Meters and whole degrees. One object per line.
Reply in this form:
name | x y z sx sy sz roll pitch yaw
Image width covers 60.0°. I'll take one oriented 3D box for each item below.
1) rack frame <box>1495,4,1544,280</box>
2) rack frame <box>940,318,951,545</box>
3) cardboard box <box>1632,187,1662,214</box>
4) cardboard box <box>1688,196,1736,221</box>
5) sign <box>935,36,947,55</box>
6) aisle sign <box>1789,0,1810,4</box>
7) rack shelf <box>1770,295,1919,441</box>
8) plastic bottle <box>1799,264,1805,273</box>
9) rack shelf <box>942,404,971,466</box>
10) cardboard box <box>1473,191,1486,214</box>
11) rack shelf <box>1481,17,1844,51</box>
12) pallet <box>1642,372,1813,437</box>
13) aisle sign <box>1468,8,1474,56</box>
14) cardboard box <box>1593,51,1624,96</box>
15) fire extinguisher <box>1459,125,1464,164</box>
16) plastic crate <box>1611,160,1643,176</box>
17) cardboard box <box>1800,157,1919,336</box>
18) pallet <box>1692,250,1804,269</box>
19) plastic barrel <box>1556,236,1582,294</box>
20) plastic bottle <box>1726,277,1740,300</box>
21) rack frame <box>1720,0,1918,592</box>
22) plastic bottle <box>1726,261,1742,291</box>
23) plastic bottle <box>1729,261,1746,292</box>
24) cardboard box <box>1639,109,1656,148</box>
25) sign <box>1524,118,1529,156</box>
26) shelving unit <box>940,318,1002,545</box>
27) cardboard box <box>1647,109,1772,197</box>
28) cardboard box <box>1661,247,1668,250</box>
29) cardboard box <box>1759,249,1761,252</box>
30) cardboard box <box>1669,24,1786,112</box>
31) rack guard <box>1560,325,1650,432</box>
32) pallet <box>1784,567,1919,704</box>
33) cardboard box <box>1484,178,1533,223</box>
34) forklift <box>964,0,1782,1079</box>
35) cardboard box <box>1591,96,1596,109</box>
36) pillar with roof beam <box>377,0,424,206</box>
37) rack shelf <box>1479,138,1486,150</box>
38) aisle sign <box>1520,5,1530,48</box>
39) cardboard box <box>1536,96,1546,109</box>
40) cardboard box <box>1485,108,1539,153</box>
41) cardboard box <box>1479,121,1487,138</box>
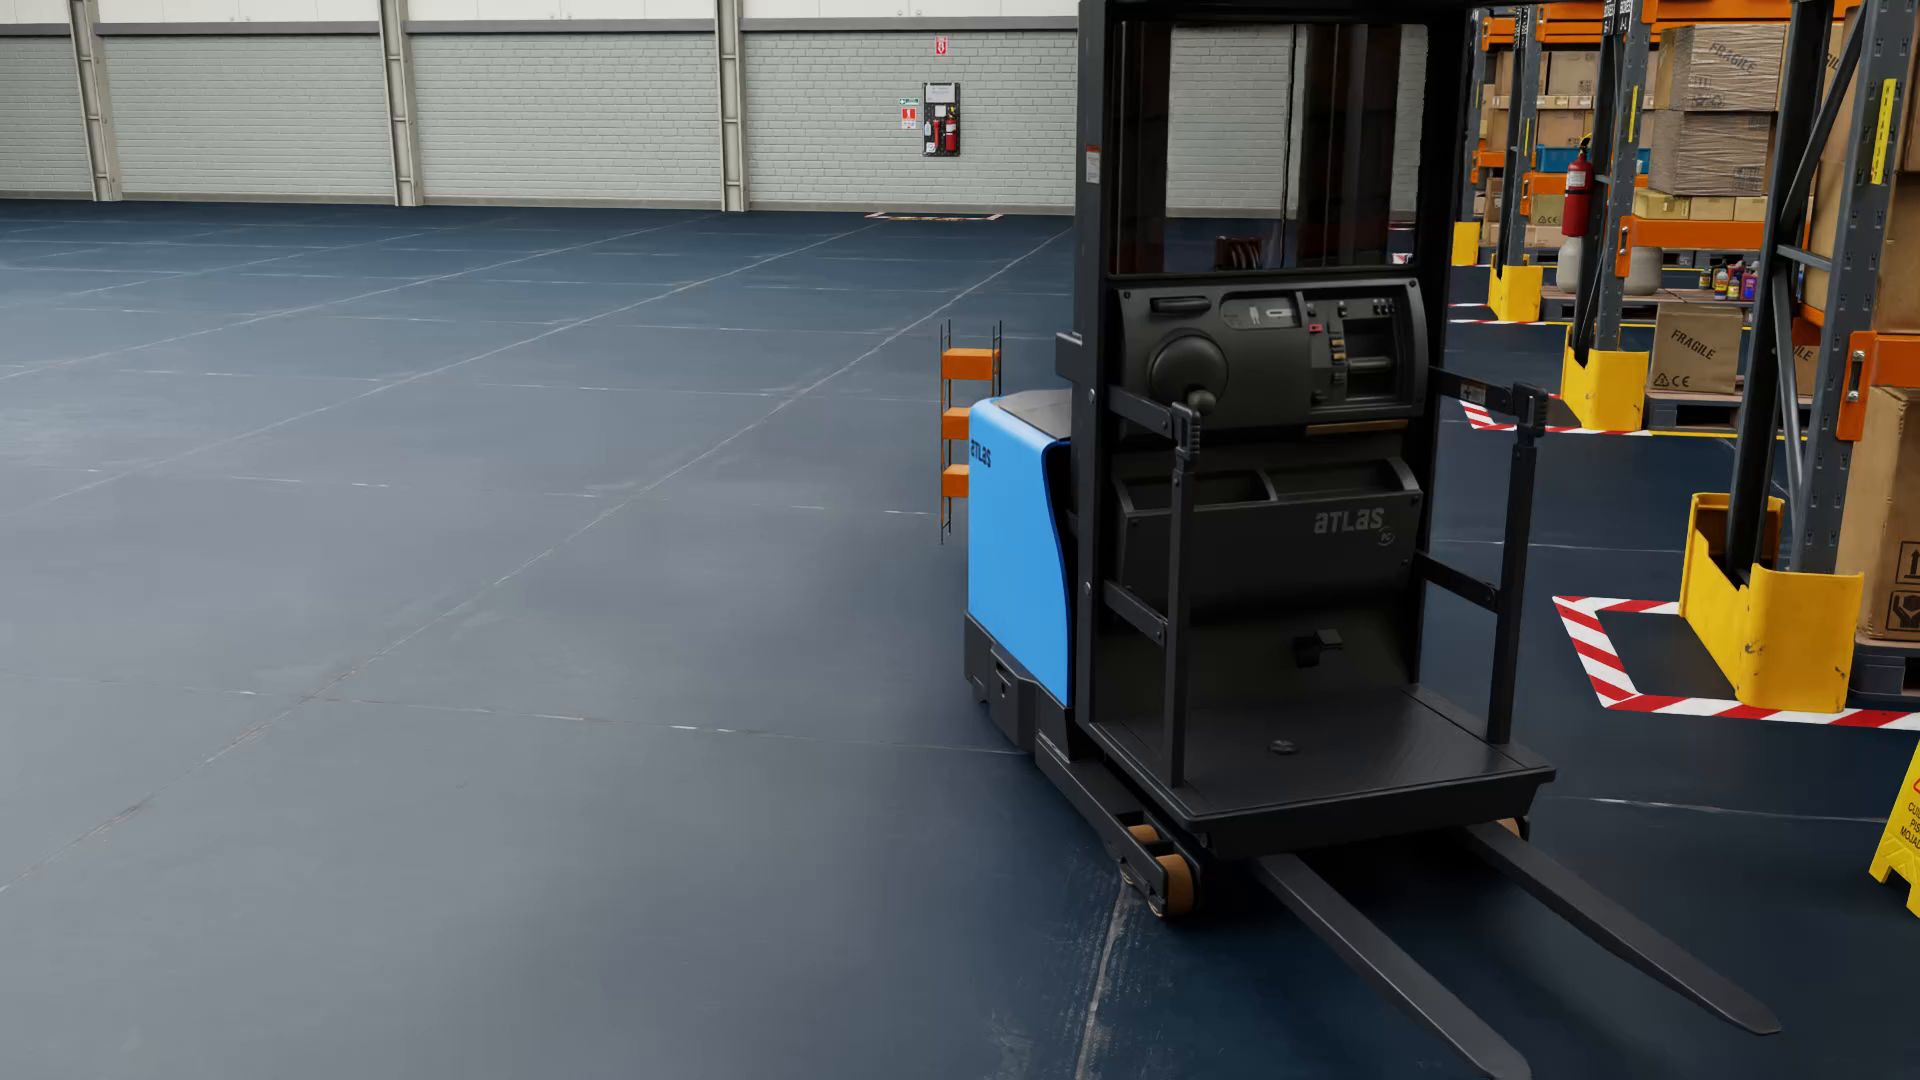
rack frame | 5.144 -3.585 15.314 0.127 3.000 1.000 3 16 11
rack frame | -0.067 -0.510 7.865 0.008 1.050 0.200 3 16 11
cardboard box | 4.478 -2.207 10.810 0.250 0.149 0.380 3 16 11
cardboard box | 4.630 -2.072 10.324 0.250 0.149 0.380 3 16 11
sign | -0.305 -7.970 26.801 0.199 0.298 0.001 3 16 11
aisle sign | 3.060 -2.332 5.921 0.004 0.787 0.394 3 16 11
rack shelf | 5.030 -0.544 5.683 4.000 0.370 1.077 3 16 11
plastic bottle | 7.749 -2.415 15.370 0.135 0.276 0.152 3 16 11
rack shelf | 0.052 -0.493 7.844 0.240 0.259 0.215 3 16 11
cardboard box | 7.779 -5.032 24.752 0.500 0.311 0.500 1 16 5
rack shelf | 8.095 -5.873 19.302 4.000 0.370 1.077 3 16 11
pallet | 5.021 -0.889 10.804 1.213 0.211 1.003 3 16 11
aisle sign | 6.129 -6.213 19.934 0.004 0.787 0.394 3 16 11
cardboard box | 7.652 -5.469 19.500 0.500 0.500 0.700 3 16 11
fire extinguisher | 6.112 -4.971 20.462 0.183 0.674 0.296 3 16 11
plastic crate | 5.957 -3.326 14.873 0.250 0.136 0.298 3 16 11
cardboard box | 3.443 -1.061 5.923 0.550 0.550 0.875 3 16 11
pallet | 9.284 -3.377 19.787 1.213 0.211 1.003 3 16 11
plastic barrel | 5.804 -2.573 15.535 0.421 0.512 0.421 0 15 0
plastic bottle | 6.960 -2.265 14.966 0.097 0.201 0.097 0 15 0
rack frame | 3.070 -0.997 5.971 0.127 3.000 1.000 3 16 11
plastic bottle | 7.273 -2.480 15.605 0.135 0.276 0.152 3 16 12
plastic bottle | 7.252 -2.456 15.504 0.133 0.283 0.061 3 16 11
cardboard box | 8.108 -4.819 19.581 0.500 0.500 0.700 4 16 13
sign | 5.030 -3.574 14.758 0.005 0.325 0.100 3 16 11
shelving unit | 0.052 -0.503 7.842 0.252 1.050 0.215 3 16 11
cardboard box | 4.691 -2.444 10.452 0.500 0.500 0.875 3 16 11
cardboard box | 8.086 -3.590 19.699 0.500 0.250 0.500 3 16 11
cardboard box | 9.557 -3.512 19.416 0.500 0.250 0.500 3 16 11
cardboard box | 4.642 -2.862 10.087 0.500 0.500 0.500 3 16 11
rack guard | 4.232 -1.080 10.955 0.348 0.500 1.175 3 16 11
pallet | 3.869 0.369 6.264 1.213 0.211 1.003 3 16 11
cardboard box | 6.720 -4.168 20.380 0.500 0.500 0.500 3 16 11
forklift | 0.944 -0.534 4.431 1.130 2.935 3.031 -5 16 -17
cardboard box | 7.489 -5.109 19.415 0.250 0.149 0.380 3 16 9
pillar with roof beam | -10.520 -9.088 23.942 0.400 9.000 9.100 3 16 11
rack shelf | 9.078 -5.723 24.382 4.000 0.370 1.077 3 16 11
aisle sign | 5.015 -4.765 14.704 0.004 0.787 0.394 3 16 11
cardboard box | 6.736 -5.150 19.564 0.250 0.149 0.380 3 16 10
cardboard box | 6.590 -4.900 19.876 0.500 0.500 0.700 3 16 11
cardboard box | 7.533 -6.005 24.293 0.500 0.250 0.500 3 16 9
